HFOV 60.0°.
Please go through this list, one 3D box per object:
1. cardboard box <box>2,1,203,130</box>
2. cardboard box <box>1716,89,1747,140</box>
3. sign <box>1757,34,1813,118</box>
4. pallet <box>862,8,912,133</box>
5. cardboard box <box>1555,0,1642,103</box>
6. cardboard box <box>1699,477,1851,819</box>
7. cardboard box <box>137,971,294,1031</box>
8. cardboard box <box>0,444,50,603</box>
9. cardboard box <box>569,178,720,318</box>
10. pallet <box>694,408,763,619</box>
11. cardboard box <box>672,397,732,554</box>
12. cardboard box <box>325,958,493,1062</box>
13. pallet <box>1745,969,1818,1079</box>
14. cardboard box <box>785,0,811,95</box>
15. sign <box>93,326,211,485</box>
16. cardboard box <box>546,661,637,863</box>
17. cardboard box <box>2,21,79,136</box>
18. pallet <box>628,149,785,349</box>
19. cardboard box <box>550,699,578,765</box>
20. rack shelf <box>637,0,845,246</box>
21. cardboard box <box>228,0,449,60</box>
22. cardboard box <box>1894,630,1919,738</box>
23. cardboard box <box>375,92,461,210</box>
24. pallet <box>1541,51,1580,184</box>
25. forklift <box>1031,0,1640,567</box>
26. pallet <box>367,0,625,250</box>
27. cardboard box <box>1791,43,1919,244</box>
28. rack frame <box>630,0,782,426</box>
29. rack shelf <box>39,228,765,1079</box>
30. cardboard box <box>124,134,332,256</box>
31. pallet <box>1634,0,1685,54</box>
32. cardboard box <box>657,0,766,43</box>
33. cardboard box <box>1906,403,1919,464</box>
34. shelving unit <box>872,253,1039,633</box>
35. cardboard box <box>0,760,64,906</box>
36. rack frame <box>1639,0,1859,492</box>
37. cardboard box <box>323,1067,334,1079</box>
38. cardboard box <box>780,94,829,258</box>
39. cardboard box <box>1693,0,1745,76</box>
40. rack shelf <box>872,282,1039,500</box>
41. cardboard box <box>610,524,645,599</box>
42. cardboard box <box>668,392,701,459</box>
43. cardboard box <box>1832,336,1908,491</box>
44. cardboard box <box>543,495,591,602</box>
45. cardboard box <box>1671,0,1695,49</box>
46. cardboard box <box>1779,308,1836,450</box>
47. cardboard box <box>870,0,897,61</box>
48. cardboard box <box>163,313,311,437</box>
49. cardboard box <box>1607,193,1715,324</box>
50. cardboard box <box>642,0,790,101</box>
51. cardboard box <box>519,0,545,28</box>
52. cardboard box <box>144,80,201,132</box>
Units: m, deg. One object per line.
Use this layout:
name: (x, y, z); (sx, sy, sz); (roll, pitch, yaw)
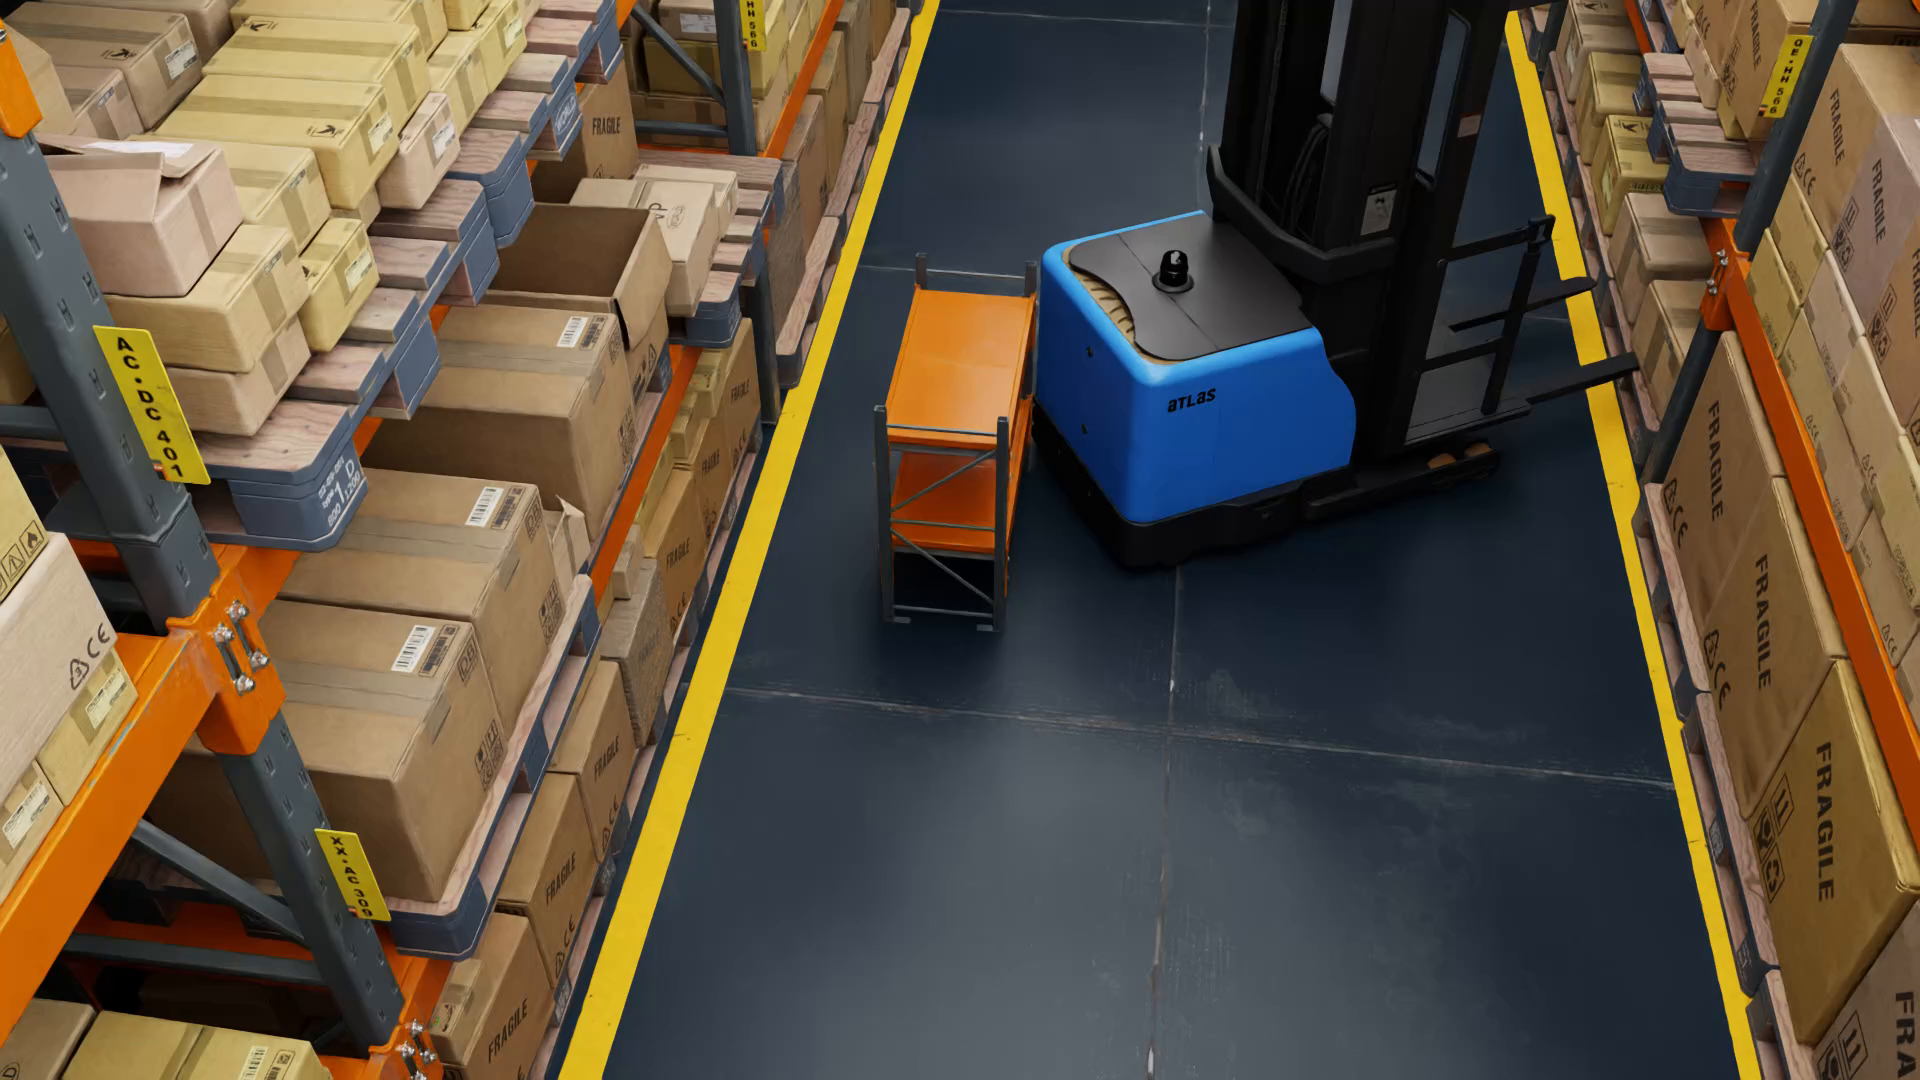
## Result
cardboard box: (-1.878, -1.022, 3.576); (0.380, 0.149, 0.250); (6, 44, 7)
cardboard box: (3.342, -1.759, 6.826); (0.380, 0.149, 0.250); (6, 44, 6)
sign: (3.029, -1.698, 6.100); (0.100, 0.325, 0.005); (5, 44, 6)
pallet: (-0.883, -2.920, 10.203); (1.003, 0.211, 1.213); (5, 44, 6)
cardboard box: (4.030, -2.831, 9.686); (0.950, 0.372, 0.625); (6, 44, 6)
cardboard box: (3.272, 0.426, 5.881); (0.875, 0.875, 0.875); (6, 44, 6)
cardboard box: (-2.119, 1.256, 4.805); (0.380, 0.149, 0.250); (4, 44, 4)
cardboard box: (-1.710, 0.055, 2.380); (0.500, 0.250, 0.500); (5, 44, 6)
cardboard box: (-1.171, -1.062, 6.016); (0.500, 0.250, 0.500); (3, 44, 4)
pallet: (-1.489, -0.195, 7.324); (1.003, 0.211, 1.213); (5, 44, 6)
cardboard box: (-1.272, -0.310, 6.930); (0.500, 0.500, 0.500); (5, 44, 5)
cardboard box: (-1.570, 1.313, 4.745); (0.380, 0.149, 0.250); (7, 44, 7)
pallet: (3.066, 1.942, 5.068); (1.003, 0.211, 1.213); (5, 44, 6)
cardboard box: (-0.980, -2.281, 7.608); (0.500, 0.250, 0.500); (4, 44, 5)
sign: (-1.343, -0.219, 2.764); (0.100, 0.325, 0.005); (5, 44, 6)
cardboard box: (-1.464, 0.756, 5.805); (0.500, 0.500, 0.500); (4, 44, 4)
cardboard box: (-1.907, -0.830, 3.072); (0.396, 0.266, 0.258); (5, 44, 6)
pallet: (-1.373, -1.175, 6.471); (1.213, 0.211, 1.003); (5, 44, 6)
cardboard box: (-1.495, 0.586, 5.512); (0.380, 0.149, 0.250); (5, 44, 5)
rack shelf: (-1.088, -2.814, 8.586); (1.077, 0.370, 4.000); (5, 44, 6)
cardboard box: (-1.384, -1.160, 3.722); (0.380, 0.149, 0.250); (6, 44, 6)
cardboard box: (3.003, 0.499, 4.673); (0.500, 0.250, 0.500); (4, 44, 4)
cardboard box: (-1.325, -0.860, 3.622); (0.380, 0.149, 0.250); (6, 44, 6)
pallet: (3.995, -2.447, 9.703); (1.003, 0.211, 1.213); (5, 44, 6)
forklift: (1.897, -1.609, 6.839); (3.031, 2.935, 1.130); (-16, 46, -16)
pallet: (-1.592, -1.153, 4.263); (1.213, 0.211, 1.003); (5, 44, 6)
cardboard box: (3.260, -1.349, 5.716); (0.500, 0.500, 0.500); (4, 44, 4)
rack frame: (-1.353, -1.713, 6.899); (1.000, 3.000, 0.127); (5, 44, 6)
rack shelf: (-1.617, -0.088, 5.707); (1.077, 0.370, 4.000); (5, 44, 6)
cardboard box: (-1.443, -0.633, 3.166); (0.380, 0.149, 0.250); (6, 44, 6)
pallet: (3.789, -2.547, 7.920); (1.003, 0.211, 1.213); (5, 44, 6)
cardboard box: (-1.019, -2.175, 6.843); (0.380, 0.149, 0.250); (6, 44, 7)
cardboard box: (3.050, -0.316, 4.624); (0.500, 0.500, 0.500); (6, 44, 6)
shelving unit: (-0.001, -0.404, 6.881); (0.538, 1.125, 1.048); (5, 44, 6)
cardboard box: (-1.672, 0.454, 2.612); (0.380, 0.149, 0.250); (5, 44, 5)
rack frame: (3.568, -1.264, 6.425); (1.000, 3.000, 0.127); (5, 44, 6)
cardboard box: (-1.673, 1.345, 3.853); (0.380, 0.149, 0.250); (6, 44, 6)
cardboard box: (-1.178, -1.873, 8.490); (0.875, 0.625, 0.625); (7, 44, 7)
cardboard box: (3.410, -2.249, 6.871); (0.500, 0.500, 0.500); (5, 44, 5)
rack shelf: (-0.001, -0.616, 6.679); (0.538, 0.278, 1.000); (5, 44, 6)
cardboard box: (-1.370, 0.068, 6.060); (0.380, 0.149, 0.250); (3, 44, 4)
cardboard box: (-1.251, -0.469, 6.627); (0.380, 0.149, 0.250); (4, 44, 4)
cardboard box: (3.108, -0.377, 5.235); (0.500, 0.250, 0.500); (5, 44, 5)
cardboard box: (-1.318, -0.002, 4.885); (0.396, 0.266, 0.258); (7, 44, 8)
cardboard box: (3.394, -2.295, 7.391); (0.380, 0.149, 0.250); (6, 44, 6)
cardboard box: (3.203, -0.547, 5.778); (0.500, 0.250, 0.500); (4, 44, 4)
cardboard box: (-0.882, -3.372, 10.074); (0.875, 0.625, 0.625); (7, 44, 7)
cardboard box: (-1.448, -0.341, 3.073); (0.380, 0.149, 0.250); (6, 44, 6)
cardboard box: (3.742, -1.350, 8.122); (0.950, 0.372, 0.625); (4, 44, 5)
cardboard box: (-1.027, -2.118, 7.072); (0.500, 0.250, 0.500); (5, 44, 5)
cardboard box: (-1.270, -1.391, 4.182); (0.380, 0.149, 0.250); (6, 44, 6)
cardboard box: (-1.902, -0.923, 3.688); (0.380, 0.149, 0.250); (4, 44, 4)
